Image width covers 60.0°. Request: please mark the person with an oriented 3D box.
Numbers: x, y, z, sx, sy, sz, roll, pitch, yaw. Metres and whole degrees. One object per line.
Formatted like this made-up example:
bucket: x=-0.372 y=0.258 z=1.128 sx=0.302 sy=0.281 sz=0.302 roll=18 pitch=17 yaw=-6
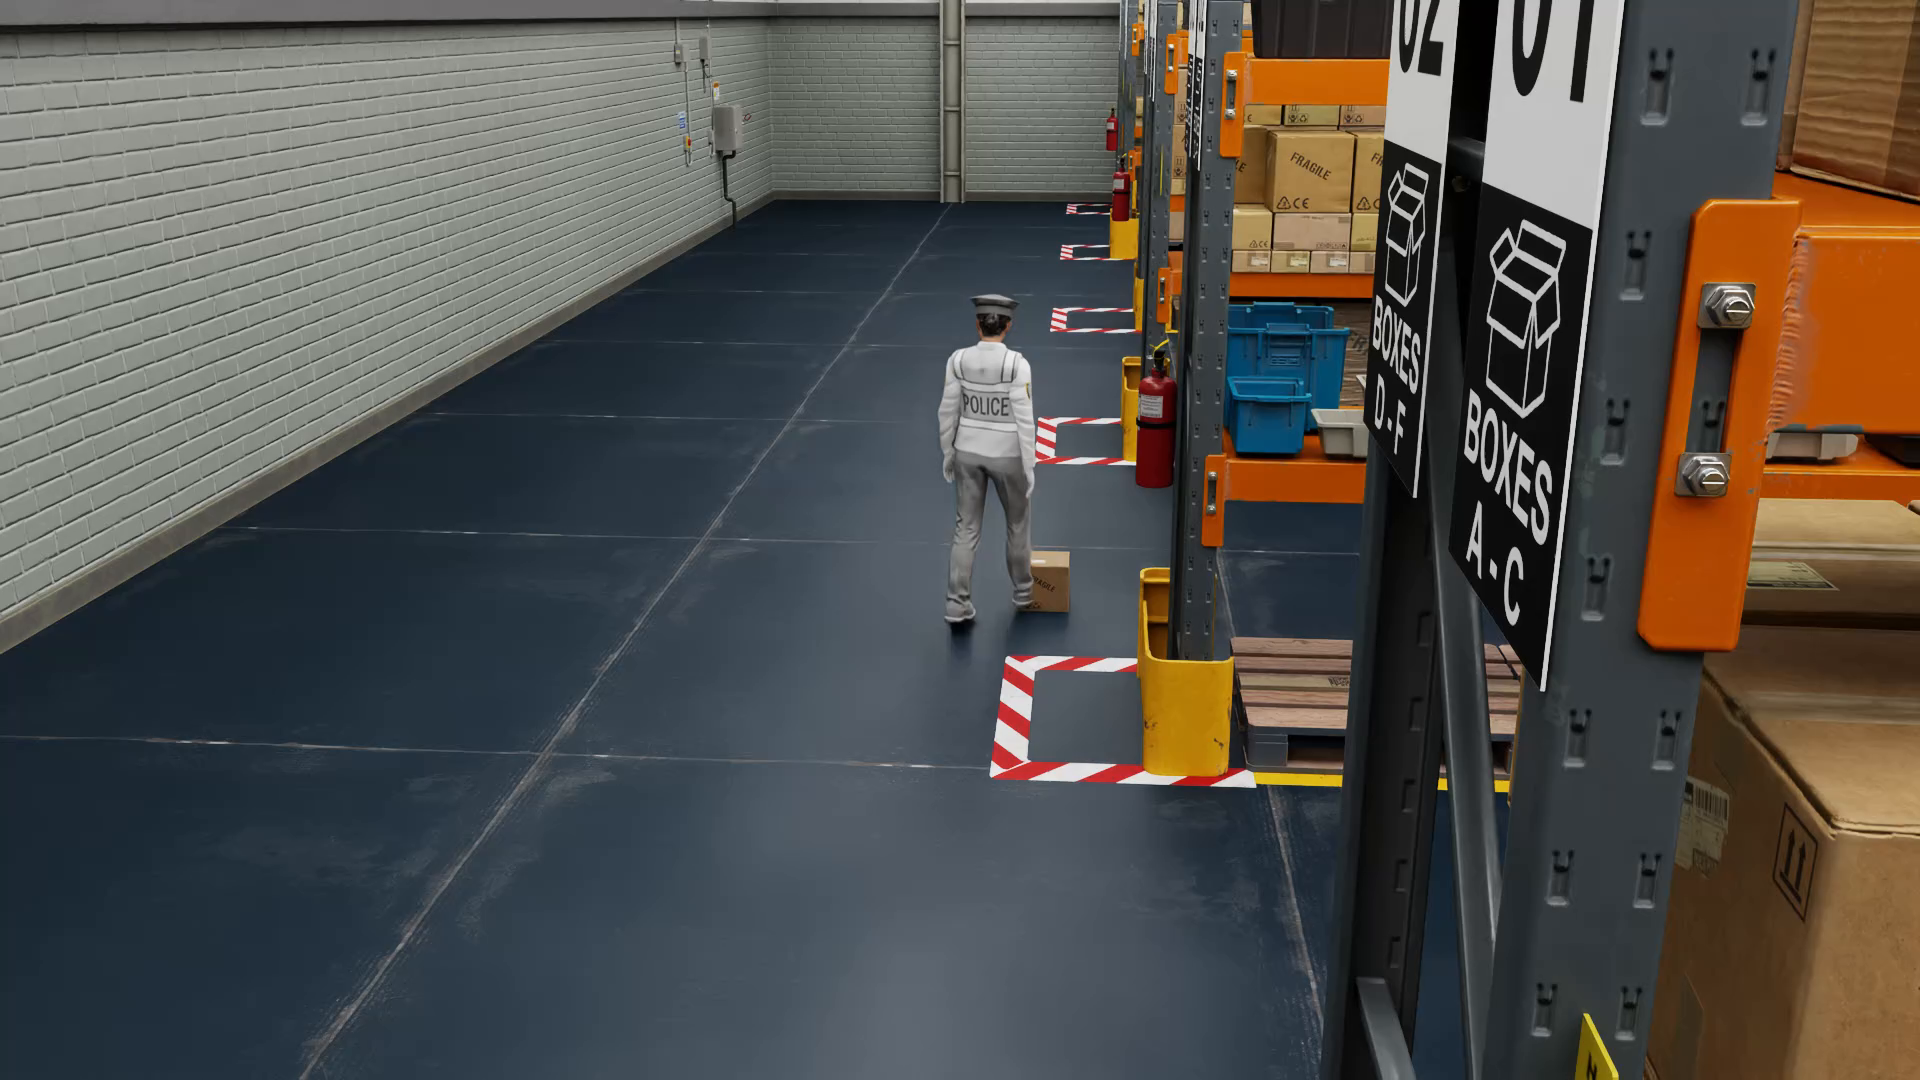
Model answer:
person: x=0.176 y=-0.424 z=8.338 sx=0.524 sy=1.640 sz=0.722 roll=7 pitch=19 yaw=22
